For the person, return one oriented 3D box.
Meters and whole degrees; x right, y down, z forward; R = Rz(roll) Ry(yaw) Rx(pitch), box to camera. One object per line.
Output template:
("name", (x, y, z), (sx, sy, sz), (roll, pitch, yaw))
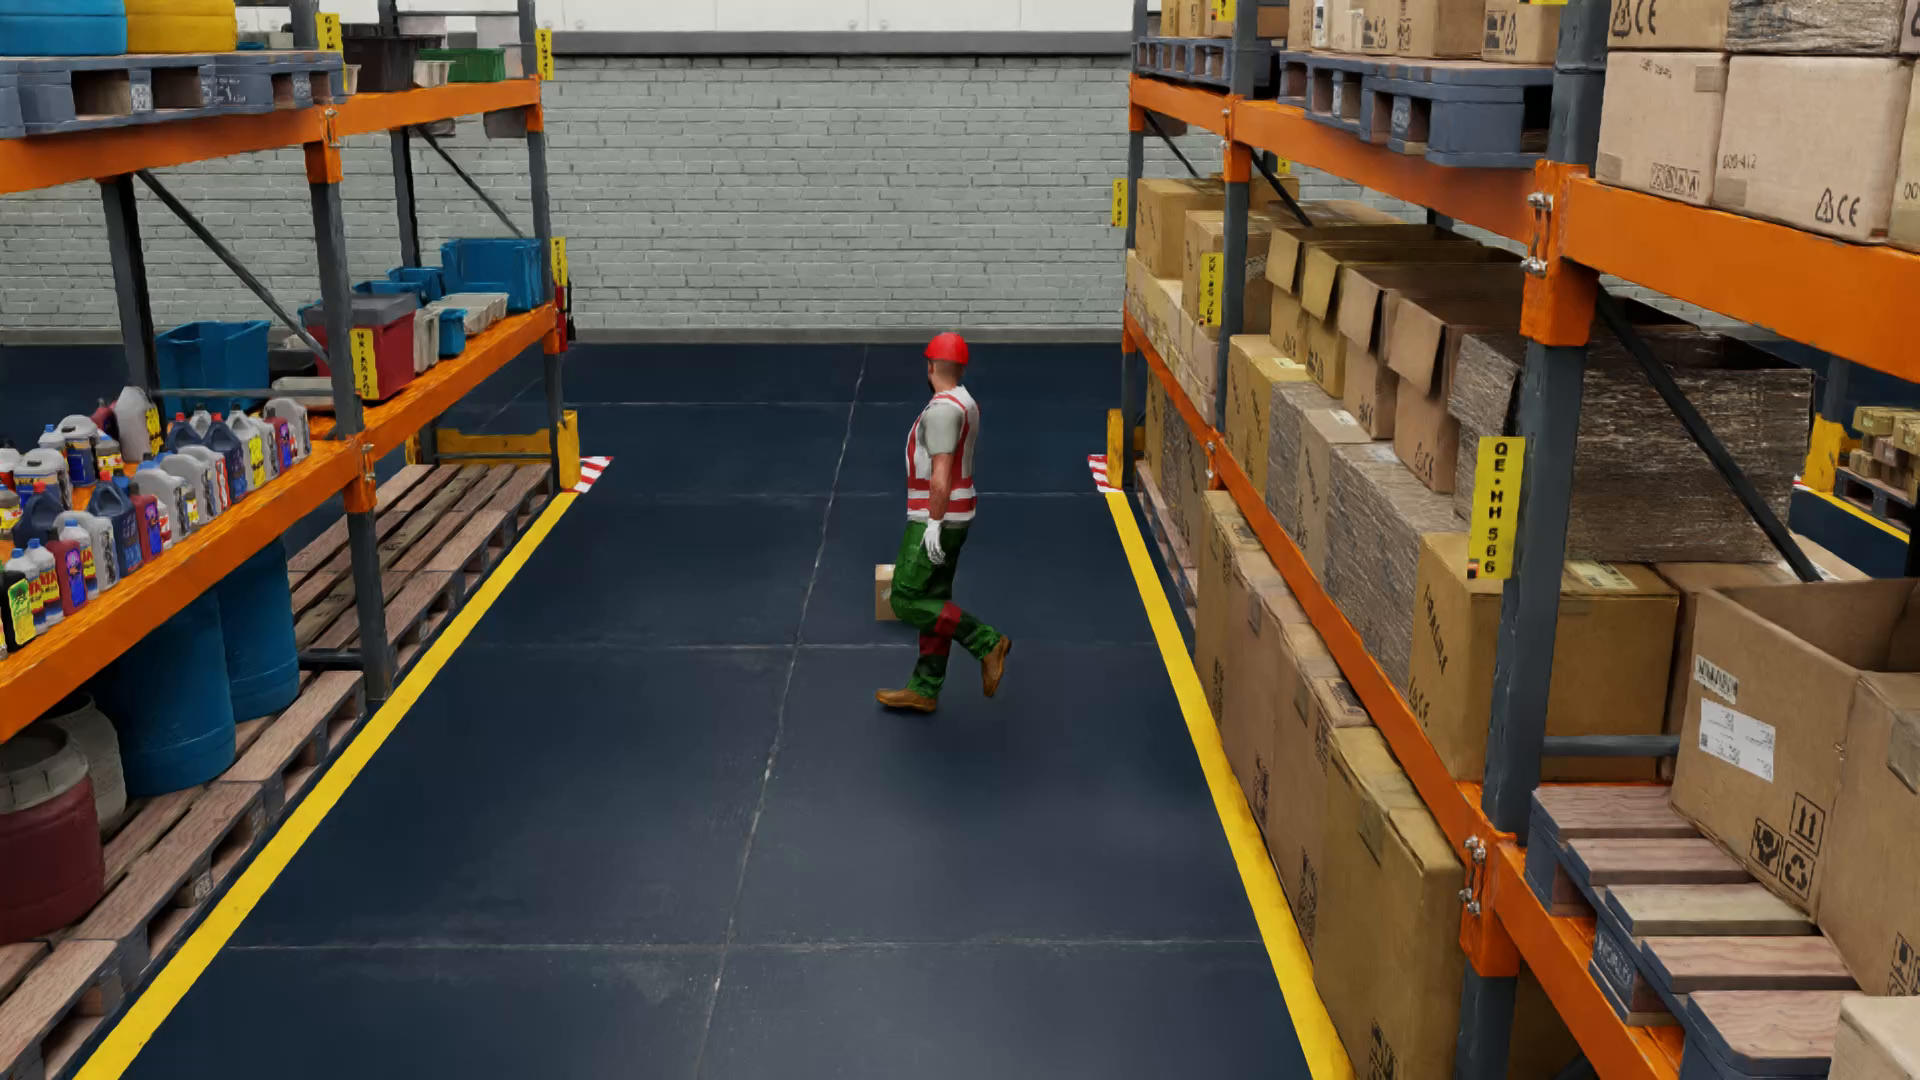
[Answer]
("person", (-0.056, -0.075, 7.783), (0.658, 1.753, 0.656), (3, 17, 9))
